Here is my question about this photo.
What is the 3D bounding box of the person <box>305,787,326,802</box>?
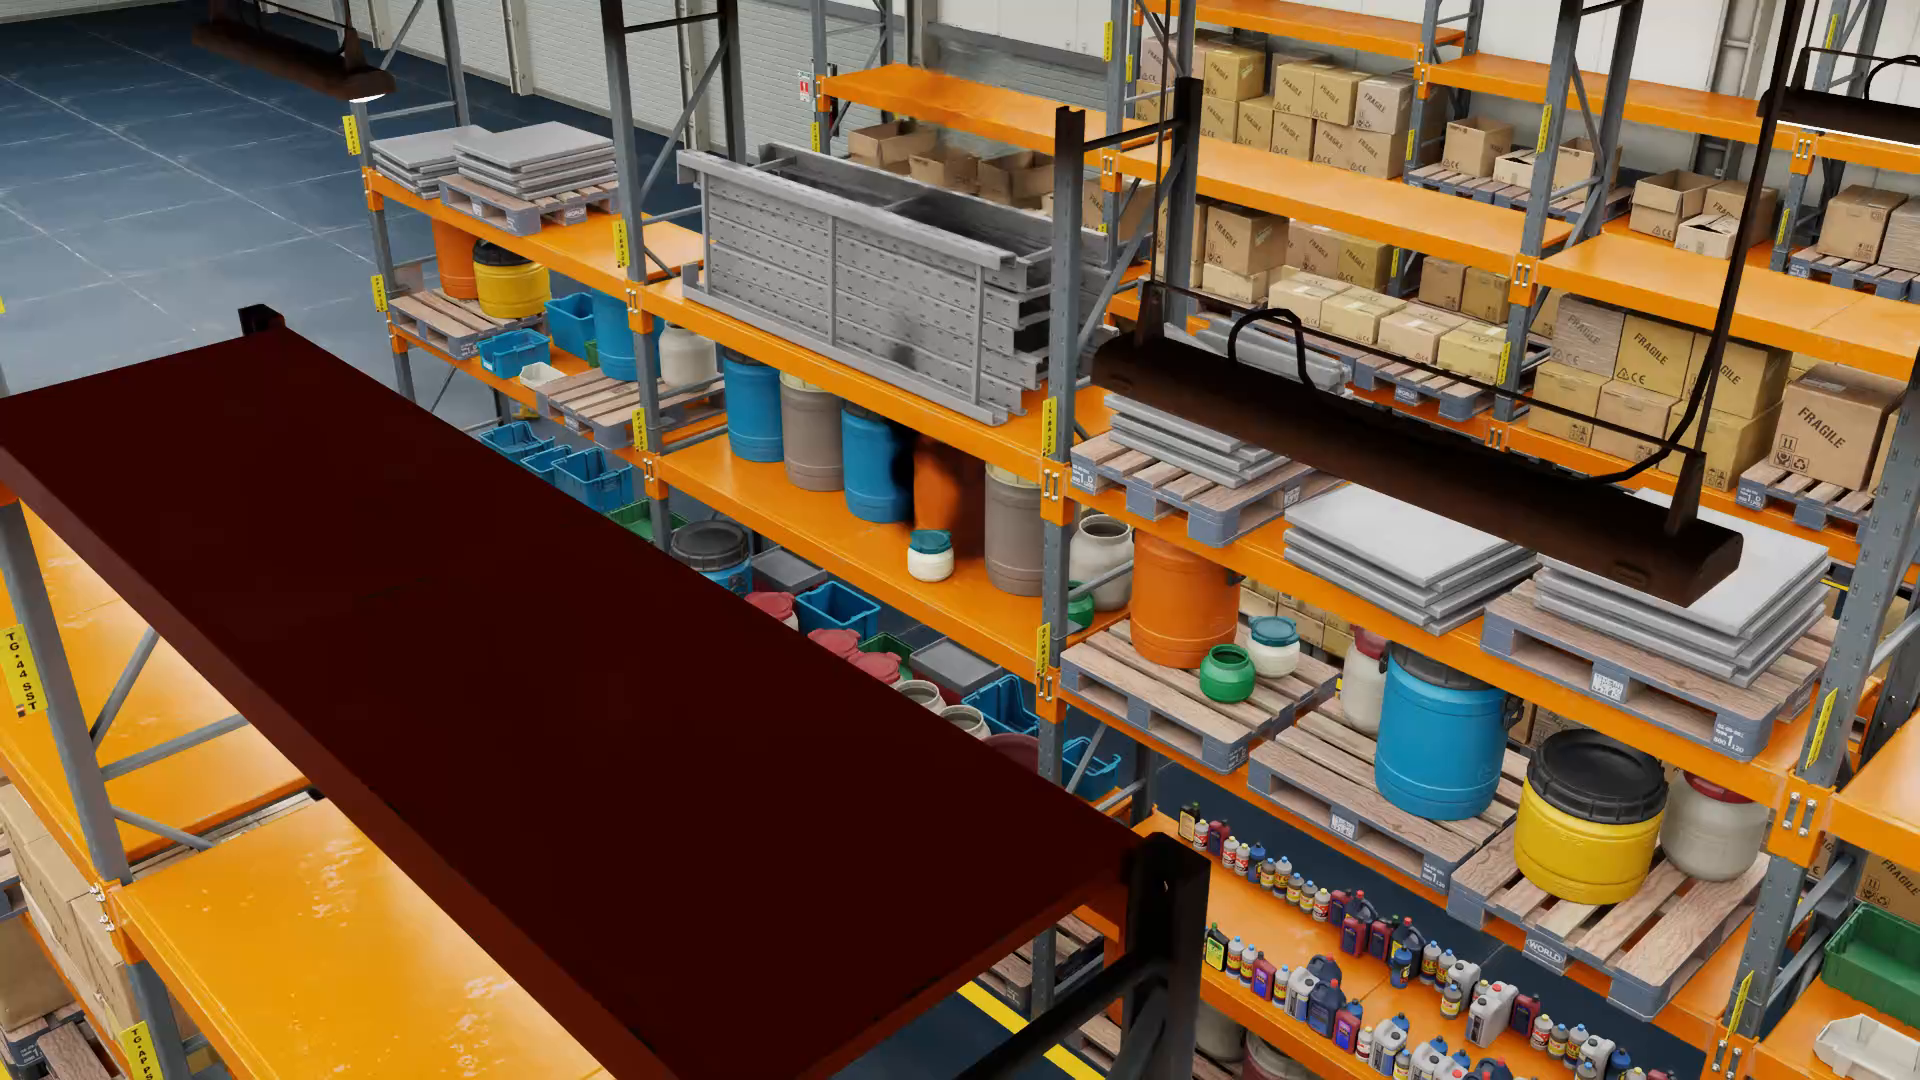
[{"bbox_3d":[-4.389,1.765,11.733,0.637,1.718,0.703,17,33,29],"label":"person"}]

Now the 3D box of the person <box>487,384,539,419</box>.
[{"bbox_3d":[-5.193,-2.168,19.078,0.549,1.721,0.712,-5,29,-10],"label":"person"}]
